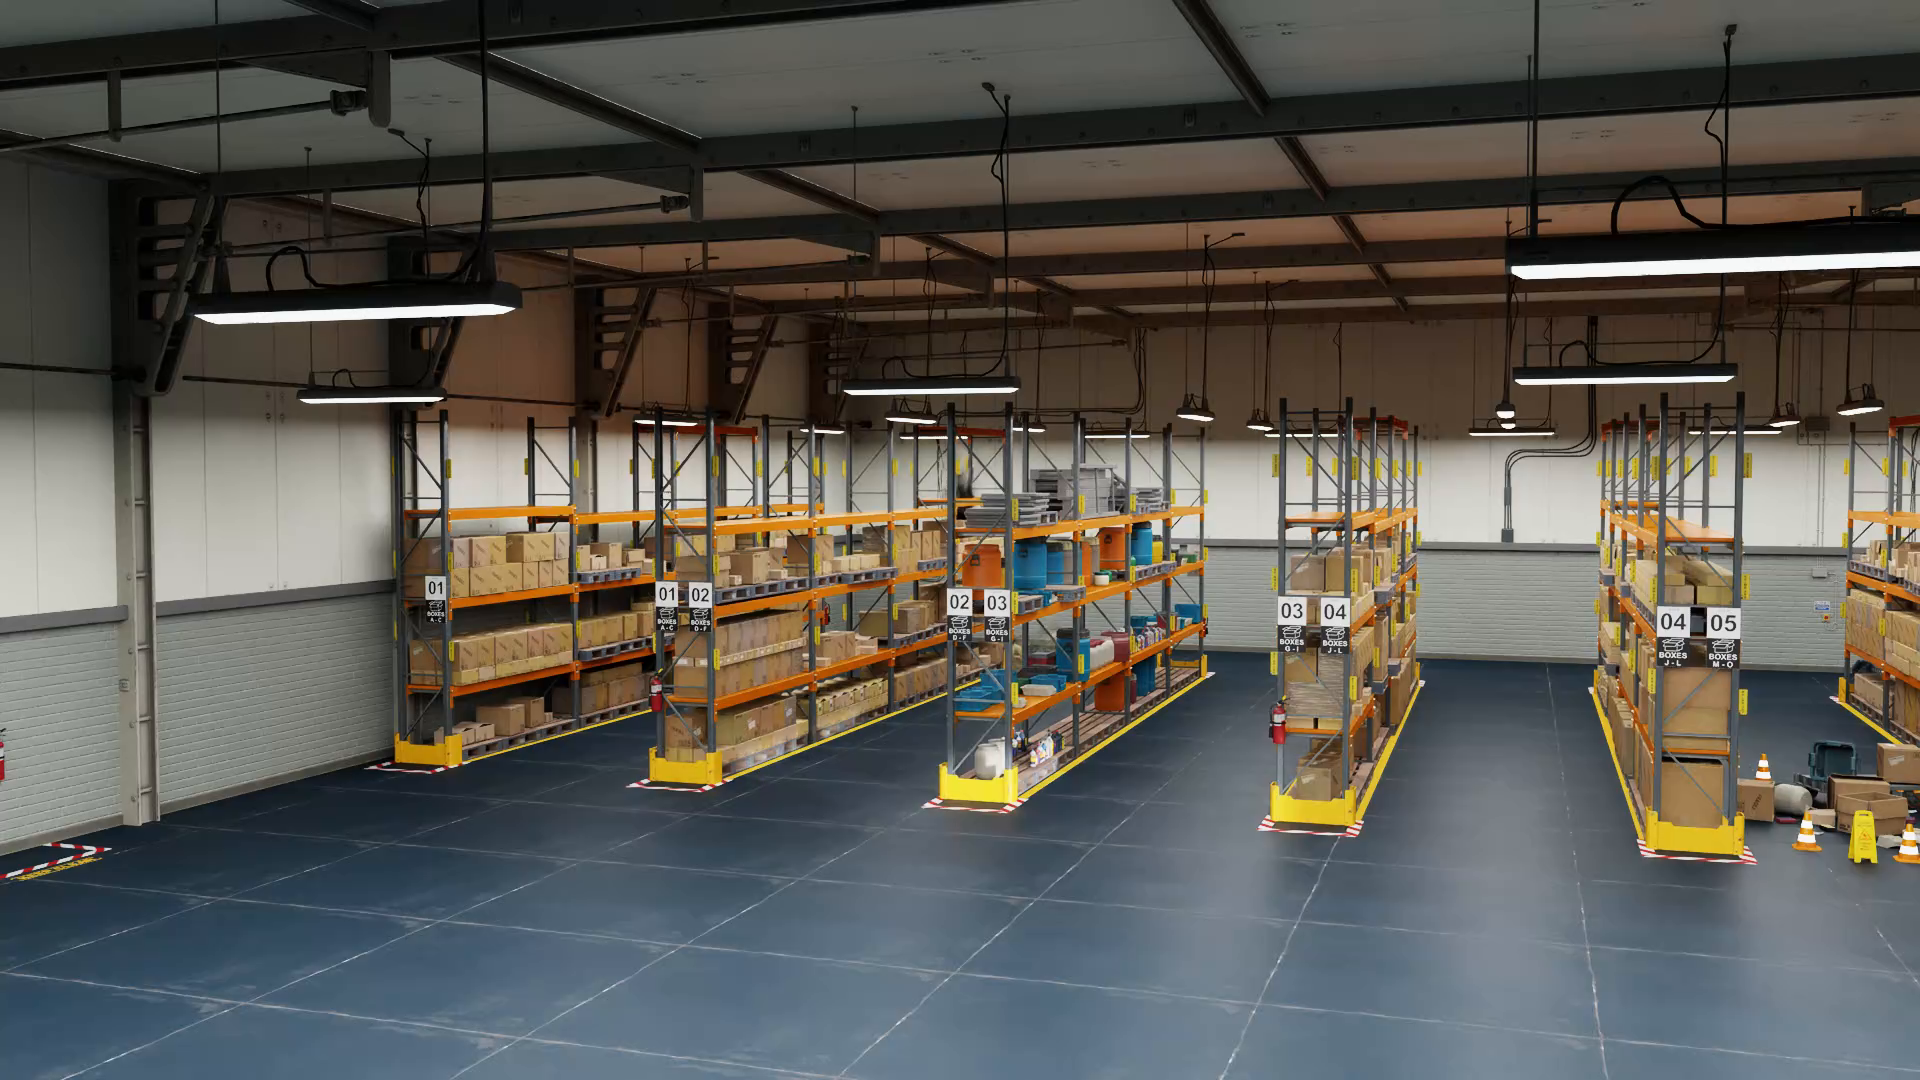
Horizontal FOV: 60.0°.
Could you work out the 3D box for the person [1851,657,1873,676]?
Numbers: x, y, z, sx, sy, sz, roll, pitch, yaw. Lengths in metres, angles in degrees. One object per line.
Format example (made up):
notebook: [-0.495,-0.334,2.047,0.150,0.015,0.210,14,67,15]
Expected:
person: [19.859,2.747,36.474,0.662,1.359,0.506,0,2,10]

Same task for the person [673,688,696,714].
person: [-4.899,2.942,30.518,0.612,1.567,0.947,1,3,29]

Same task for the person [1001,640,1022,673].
person: [1.084,2.706,34.378,0.570,1.625,0.877,1,3,17]
